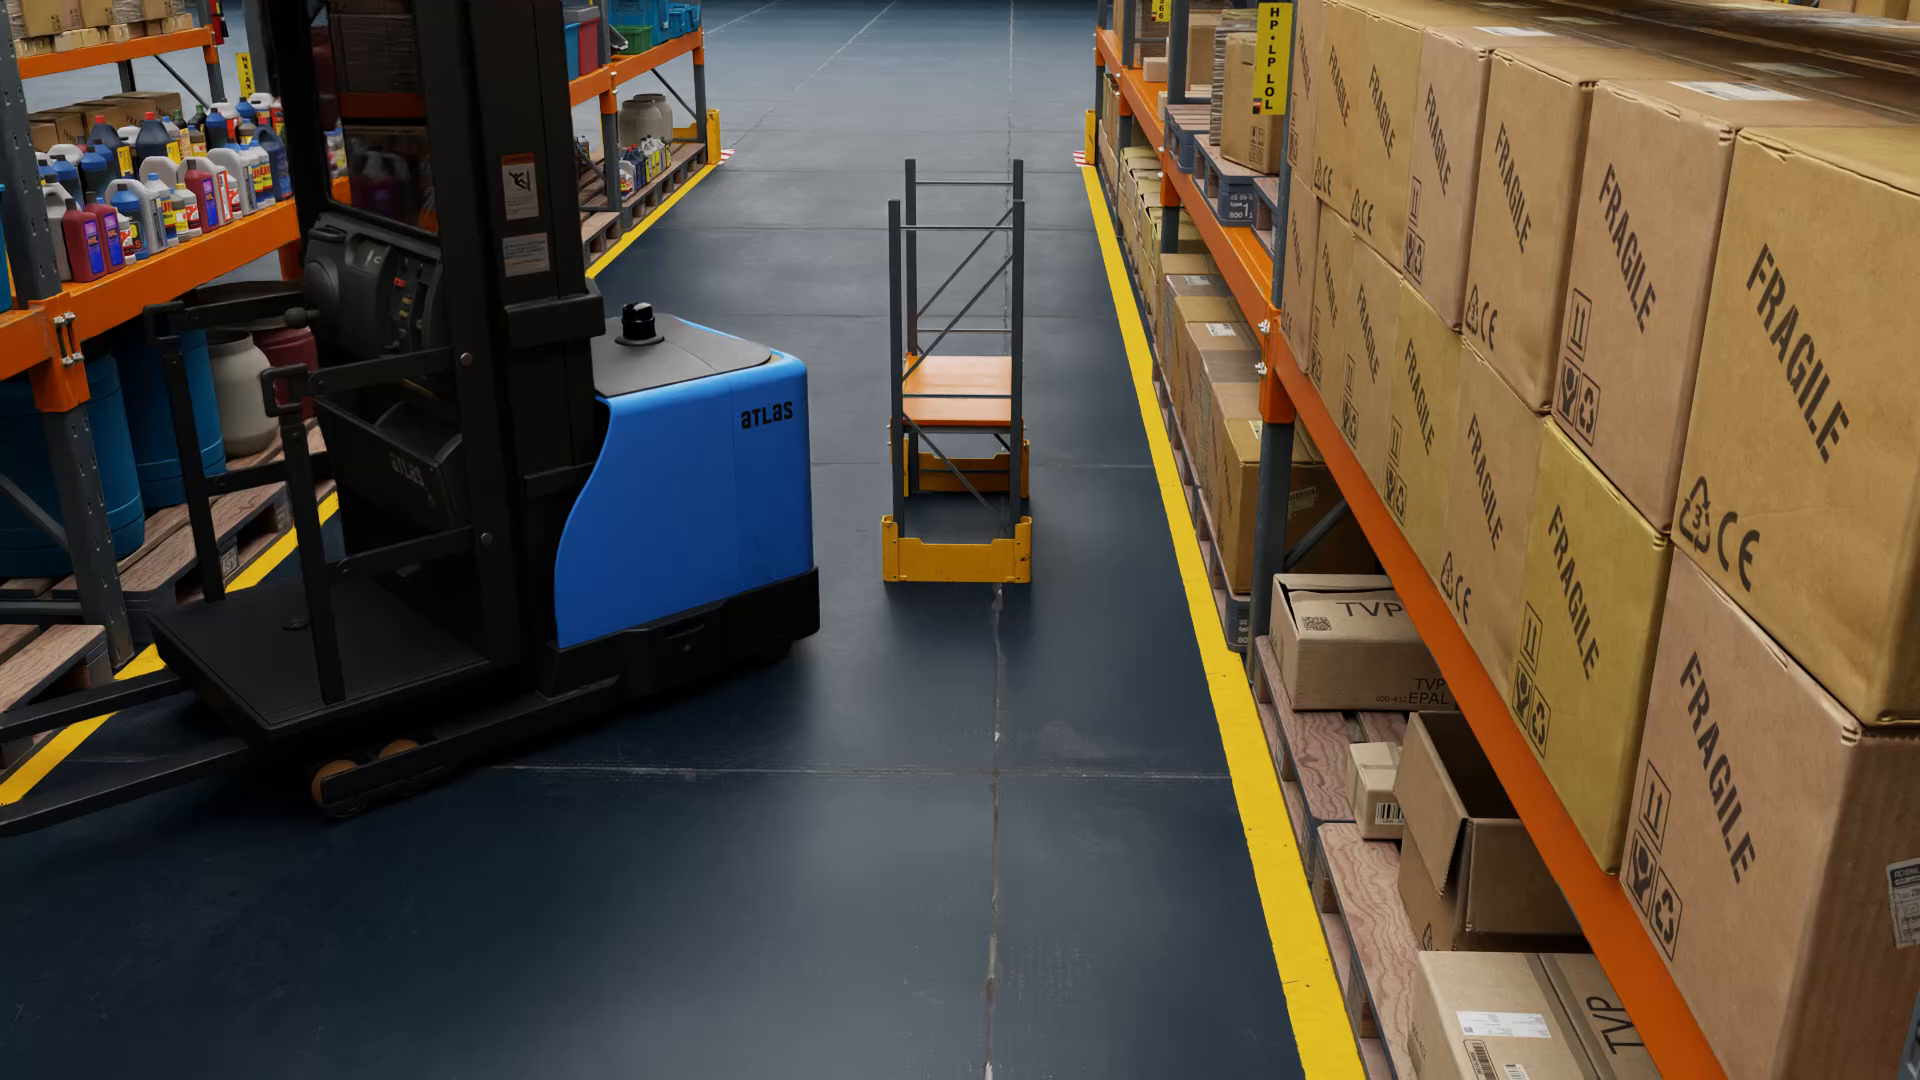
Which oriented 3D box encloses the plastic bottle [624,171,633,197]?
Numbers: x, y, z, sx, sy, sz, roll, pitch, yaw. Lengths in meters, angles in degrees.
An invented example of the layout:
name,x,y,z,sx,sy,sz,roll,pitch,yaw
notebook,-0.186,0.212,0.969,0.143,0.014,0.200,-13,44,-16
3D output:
name,x,y,z,sx,sy,sz,roll,pitch,yaw
plastic bottle,-2.755,-2.941,13.723,0.097,0.201,0.097,0,21,0

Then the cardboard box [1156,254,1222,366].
name,x,y,z,sx,sy,sz,roll,pitch,yaw
cardboard box,1.321,-1.233,8.908,0.500,0.500,0.500,2,21,4

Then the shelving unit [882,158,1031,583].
name,x,y,z,sx,sy,sz,roll,pitch,yaw
shelving unit,0.002,-0.727,6.829,0.587,1.500,1.083,1,21,2

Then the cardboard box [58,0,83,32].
name,x,y,z,sx,sy,sz,roll,pitch,yaw
cardboard box,-8.119,-4.621,14.242,0.875,0.500,0.500,1,21,2

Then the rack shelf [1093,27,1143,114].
name,x,y,z,sx,sy,sz,roll,pitch,yaw
rack shelf,1.803,-4.189,14.673,1.077,0.370,4.000,1,21,2

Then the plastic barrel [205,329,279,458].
name,x,y,z,sx,sy,sz,roll,pitch,yaw
plastic barrel,-3.291,-0.656,7.432,0.421,0.512,0.421,0,21,0

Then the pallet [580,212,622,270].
name,x,y,z,sx,sy,sz,roll,pitch,yaw
pallet,-3.194,-2.273,12.594,1.003,0.211,1.213,1,21,2

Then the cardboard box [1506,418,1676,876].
name,x,y,z,sx,sy,sz,roll,pitch,yaw
cardboard box,1.131,0.139,2.387,0.500,0.500,0.500,1,21,2

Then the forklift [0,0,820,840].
name,x,y,z,sx,sy,sz,roll,pitch,yaw
forklift,-1.945,-0.760,4.935,3.031,2.935,1.130,-18,27,-38

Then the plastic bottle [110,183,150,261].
name,x,y,z,sx,sy,sz,roll,pitch,yaw
plastic bottle,-3.022,-1.158,6.044,0.097,0.271,0.097,0,21,0

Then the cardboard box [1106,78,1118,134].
name,x,y,z,sx,sy,sz,roll,pitch,yaw
cardboard box,1.609,-3.958,15.266,0.500,0.500,0.500,1,21,2

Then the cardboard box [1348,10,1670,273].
name,x,y,z,sx,sy,sz,roll,pitch,yaw
cardboard box,1.172,-0.882,3.634,0.500,0.500,0.500,0,21,0

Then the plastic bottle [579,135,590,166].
name,x,y,z,sx,sy,sz,roll,pitch,yaw
plastic bottle,-3.454,-3.584,15.283,0.097,0.271,0.097,0,21,0

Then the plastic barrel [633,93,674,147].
name,x,y,z,sx,sy,sz,roll,pitch,yaw
plastic barrel,-3.031,-4.100,16.309,0.421,0.512,0.421,0,21,0

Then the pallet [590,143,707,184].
name,x,y,z,sx,sy,sz,roll,pitch,yaw
pallet,-3.073,-3.682,16.225,1.003,0.211,1.213,1,21,2

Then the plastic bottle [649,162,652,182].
name,x,y,z,sx,sy,sz,roll,pitch,yaw
plastic bottle,-2.732,-3.215,14.429,0.097,0.201,0.097,0,21,0

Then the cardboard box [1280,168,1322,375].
name,x,y,z,sx,sy,sz,roll,pitch,yaw
cardboard box,1.211,-0.774,4.739,0.500,0.500,0.500,1,21,3

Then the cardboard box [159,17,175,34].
name,x,y,z,sx,sy,sz,roll,pitch,yaw
cardboard box,-7.805,-4.954,15.997,0.380,0.149,0.250,1,21,2

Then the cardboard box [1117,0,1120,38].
name,x,y,z,sx,sy,sz,roll,pitch,yaw
cardboard box,1.826,-4.935,15.464,0.700,0.500,0.500,1,21,3

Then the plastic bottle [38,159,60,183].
name,x,y,z,sx,sy,sz,roll,pitch,yaw
plastic bottle,-3.612,-1.370,6.592,0.097,0.271,0.097,0,21,0

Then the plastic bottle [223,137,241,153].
name,x,y,z,sx,sy,sz,roll,pitch,yaw
plastic bottle,-3.129,-1.600,7.183,0.097,0.271,0.097,0,21,0

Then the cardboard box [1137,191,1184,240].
name,x,y,z,sx,sy,sz,roll,pitch,yaw
cardboard box,1.418,-2.093,10.721,0.500,0.311,0.500,0,21,1

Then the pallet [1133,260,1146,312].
name,x,y,z,sx,sy,sz,roll,pitch,yaw
pallet,1.724,-1.792,11.356,1.003,0.211,1.213,1,21,2

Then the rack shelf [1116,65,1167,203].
name,x,y,z,sx,sy,sz,roll,pitch,yaw
rack shelf,1.681,-2.743,10.945,1.077,0.370,4.000,1,21,2

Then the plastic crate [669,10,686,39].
name,x,y,z,sx,sy,sz,roll,pitch,yaw
plastic crate,-2.829,-4.815,15.497,0.499,0.251,0.408,1,21,2

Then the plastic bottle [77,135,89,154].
name,x,y,z,sx,sy,sz,roll,pitch,yaw
plastic bottle,-3.764,-1.587,7.134,0.061,0.283,0.133,1,21,2

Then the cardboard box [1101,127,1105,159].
name,x,y,z,sx,sy,sz,roll,pitch,yaw
cardboard box,1.614,-3.789,15.868,0.500,0.250,0.500,1,21,2

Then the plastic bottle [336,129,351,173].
name,x,y,z,sx,sy,sz,roll,pitch,yaw
plastic bottle,-2.960,-1.866,7.967,0.097,0.201,0.097,0,21,0

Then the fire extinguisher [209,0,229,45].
name,x,y,z,sx,sy,sz,roll,pitch,yaw
fire extinguisher,-7.574,-5.358,16.798,0.296,0.674,0.183,1,21,2

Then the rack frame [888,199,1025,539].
name,x,y,z,sx,sy,sz,roll,pitch,yaw
rack frame,-0.013,-0.546,6.363,0.500,1.500,0.032,1,21,2

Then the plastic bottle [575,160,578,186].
name,x,y,z,sx,sy,sz,roll,pitch,yaw
plastic bottle,-3.323,-3.105,14.042,0.152,0.276,0.135,1,21,2

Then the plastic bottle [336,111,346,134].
name,x,y,z,sx,sy,sz,roll,pitch,yaw
plastic bottle,-2.957,-1.934,8.045,0.097,0.271,0.097,0,21,0

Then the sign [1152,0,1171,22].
name,x,y,z,sx,sy,sz,roll,pitch,yaw
sign,1.066,-2.900,8.754,0.100,0.325,0.005,1,21,2

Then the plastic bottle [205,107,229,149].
name,x,y,z,sx,sy,sz,roll,pitch,yaw
plastic bottle,-3.651,-1.988,8.184,0.097,0.271,0.097,0,21,0

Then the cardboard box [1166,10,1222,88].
name,x,y,z,sx,sy,sz,roll,pitch,yaw
cardboard box,1.686,-3.380,11.454,0.500,0.500,0.500,2,21,6

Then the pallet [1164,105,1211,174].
name,x,y,z,sx,sy,sz,roll,pitch,yaw
pallet,1.670,-2.020,8.352,1.213,0.211,1.003,1,21,2

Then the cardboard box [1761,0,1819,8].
name,x,y,z,sx,sy,sz,roll,pitch,yaw
cardboard box,6.399,-4.211,12.879,0.500,0.500,0.500,1,21,1

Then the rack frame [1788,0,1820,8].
name,x,y,z,sx,sy,sz,roll,pitch,yaw
rack frame,6.694,-3.748,12.542,1.000,3.000,0.127,1,21,2

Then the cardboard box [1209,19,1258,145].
name,x,y,z,sx,sy,sz,roll,pitch,yaw
cardboard box,1.495,-2.040,7.420,0.700,0.500,0.500,5,22,12

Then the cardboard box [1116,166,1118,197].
name,x,y,z,sx,sy,sz,roll,pitch,yaw
cardboard box,1.538,-2.885,13.538,0.500,0.250,0.500,1,21,2

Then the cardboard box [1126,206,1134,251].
name,x,y,z,sx,sy,sz,roll,pitch,yaw
cardboard box,1.452,-2.200,11.772,0.500,0.250,0.500,0,21,0

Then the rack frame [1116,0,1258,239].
name,x,y,z,sx,sy,sz,roll,pitch,yaw
rack frame,1.742,-3.801,12.679,1.000,3.000,0.127,1,21,2

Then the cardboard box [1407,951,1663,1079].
name,x,y,z,sx,sy,sz,roll,pitch,yaw
cardboard box,1.206,1.072,3.312,0.500,0.250,0.500,1,21,2

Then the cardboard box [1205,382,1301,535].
name,x,y,z,sx,sy,sz,roll,pitch,yaw
cardboard box,1.251,-0.309,6.525,0.500,0.500,0.500,1,21,2

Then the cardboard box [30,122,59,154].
name,x,y,z,sx,sy,sz,roll,pitch,yaw
cardboard box,-8.098,-3.293,14.245,0.500,0.500,0.500,8,22,19

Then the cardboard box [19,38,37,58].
name,x,y,z,sx,sy,sz,roll,pitch,yaw
cardboard box,-7.852,-4.050,13.667,0.380,0.149,0.250,1,21,2

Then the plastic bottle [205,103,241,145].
name,x,y,z,sx,sy,sz,roll,pitch,yaw
plastic bottle,-3.681,-2.033,8.292,0.152,0.276,0.135,1,21,2

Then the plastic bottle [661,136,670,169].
name,x,y,z,sx,sy,sz,roll,pitch,yaw
plastic bottle,-2.690,-3.531,15.129,0.061,0.283,0.133,1,21,3

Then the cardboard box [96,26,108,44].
name,x,y,z,sx,sy,sz,roll,pitch,yaw
cardboard box,-7.858,-4.502,14.833,0.380,0.149,0.250,1,21,2

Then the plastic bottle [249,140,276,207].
name,x,y,z,sx,sy,sz,roll,pitch,yaw
plastic bottle,-2.988,-1.563,7.089,0.097,0.271,0.097,0,21,0

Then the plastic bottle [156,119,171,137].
name,x,y,z,sx,sy,sz,roll,pitch,yaw
plastic bottle,-3.726,-1.822,7.756,0.097,0.271,0.097,0,21,0
